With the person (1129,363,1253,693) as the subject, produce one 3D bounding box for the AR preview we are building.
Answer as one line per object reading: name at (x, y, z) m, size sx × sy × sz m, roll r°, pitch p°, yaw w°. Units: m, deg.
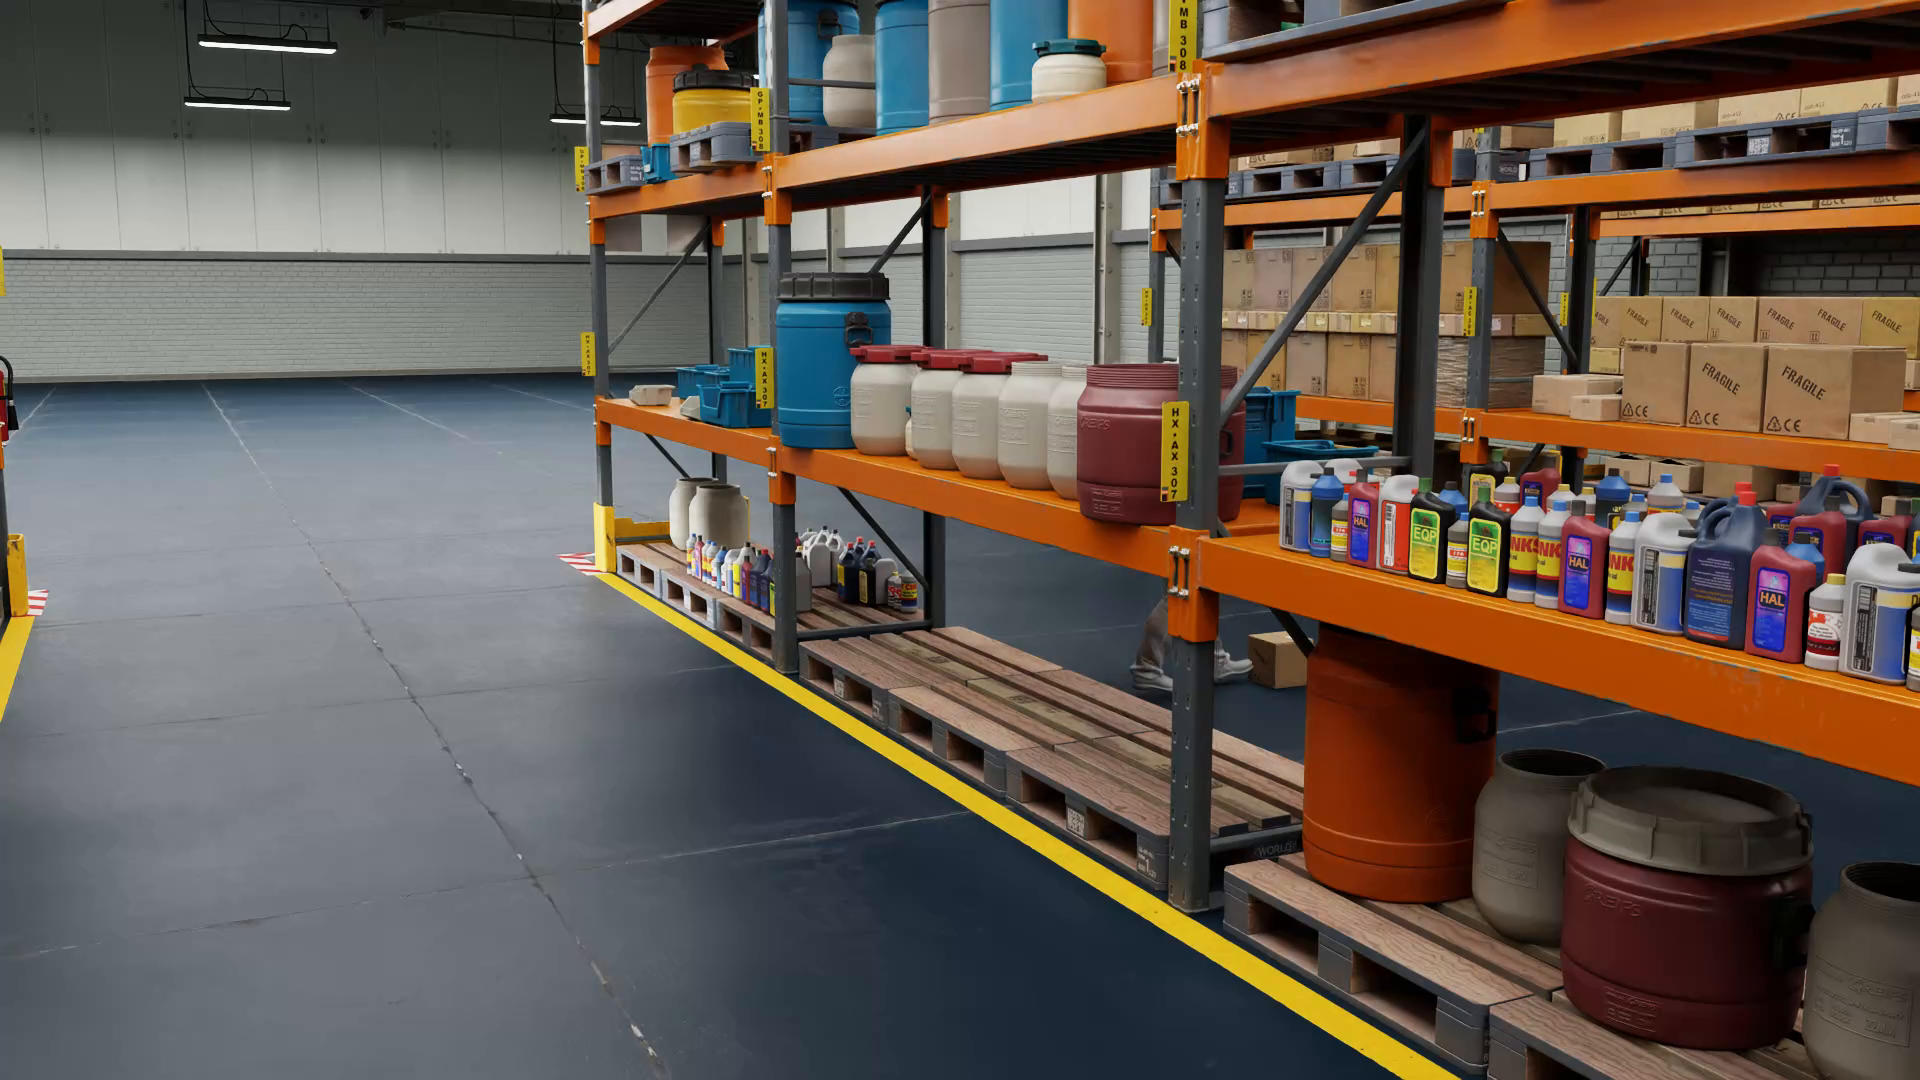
person at (1.256, -0.076, 8.724) m, size 0.761 × 1.740 × 0.628 m, roll -1°, pitch 9°, yaw -7°
